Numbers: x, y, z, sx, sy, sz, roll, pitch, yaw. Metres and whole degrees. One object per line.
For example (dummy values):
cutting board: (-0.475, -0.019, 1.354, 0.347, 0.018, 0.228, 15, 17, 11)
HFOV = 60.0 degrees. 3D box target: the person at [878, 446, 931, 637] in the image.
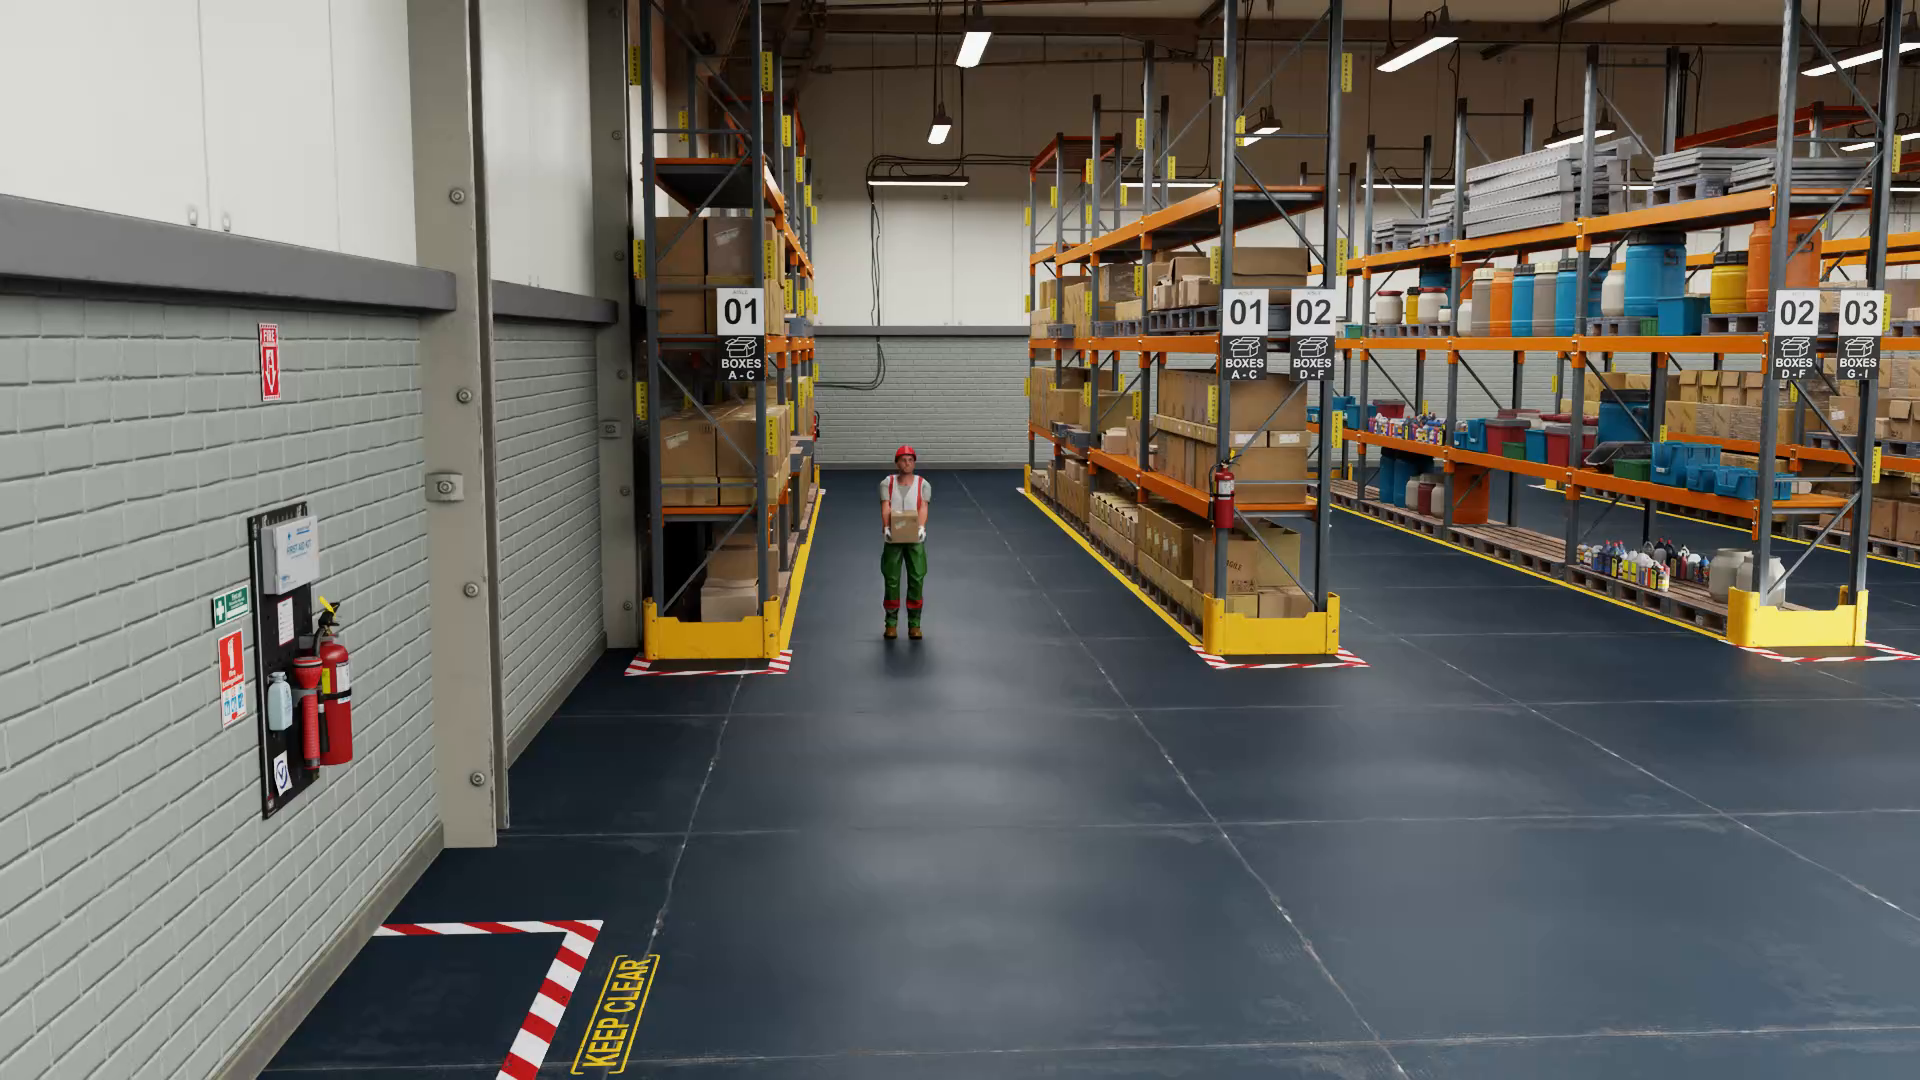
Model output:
person: (-0.508, 0.023, 15.474, 0.494, 1.782, 0.573, 0, 7, -4)
